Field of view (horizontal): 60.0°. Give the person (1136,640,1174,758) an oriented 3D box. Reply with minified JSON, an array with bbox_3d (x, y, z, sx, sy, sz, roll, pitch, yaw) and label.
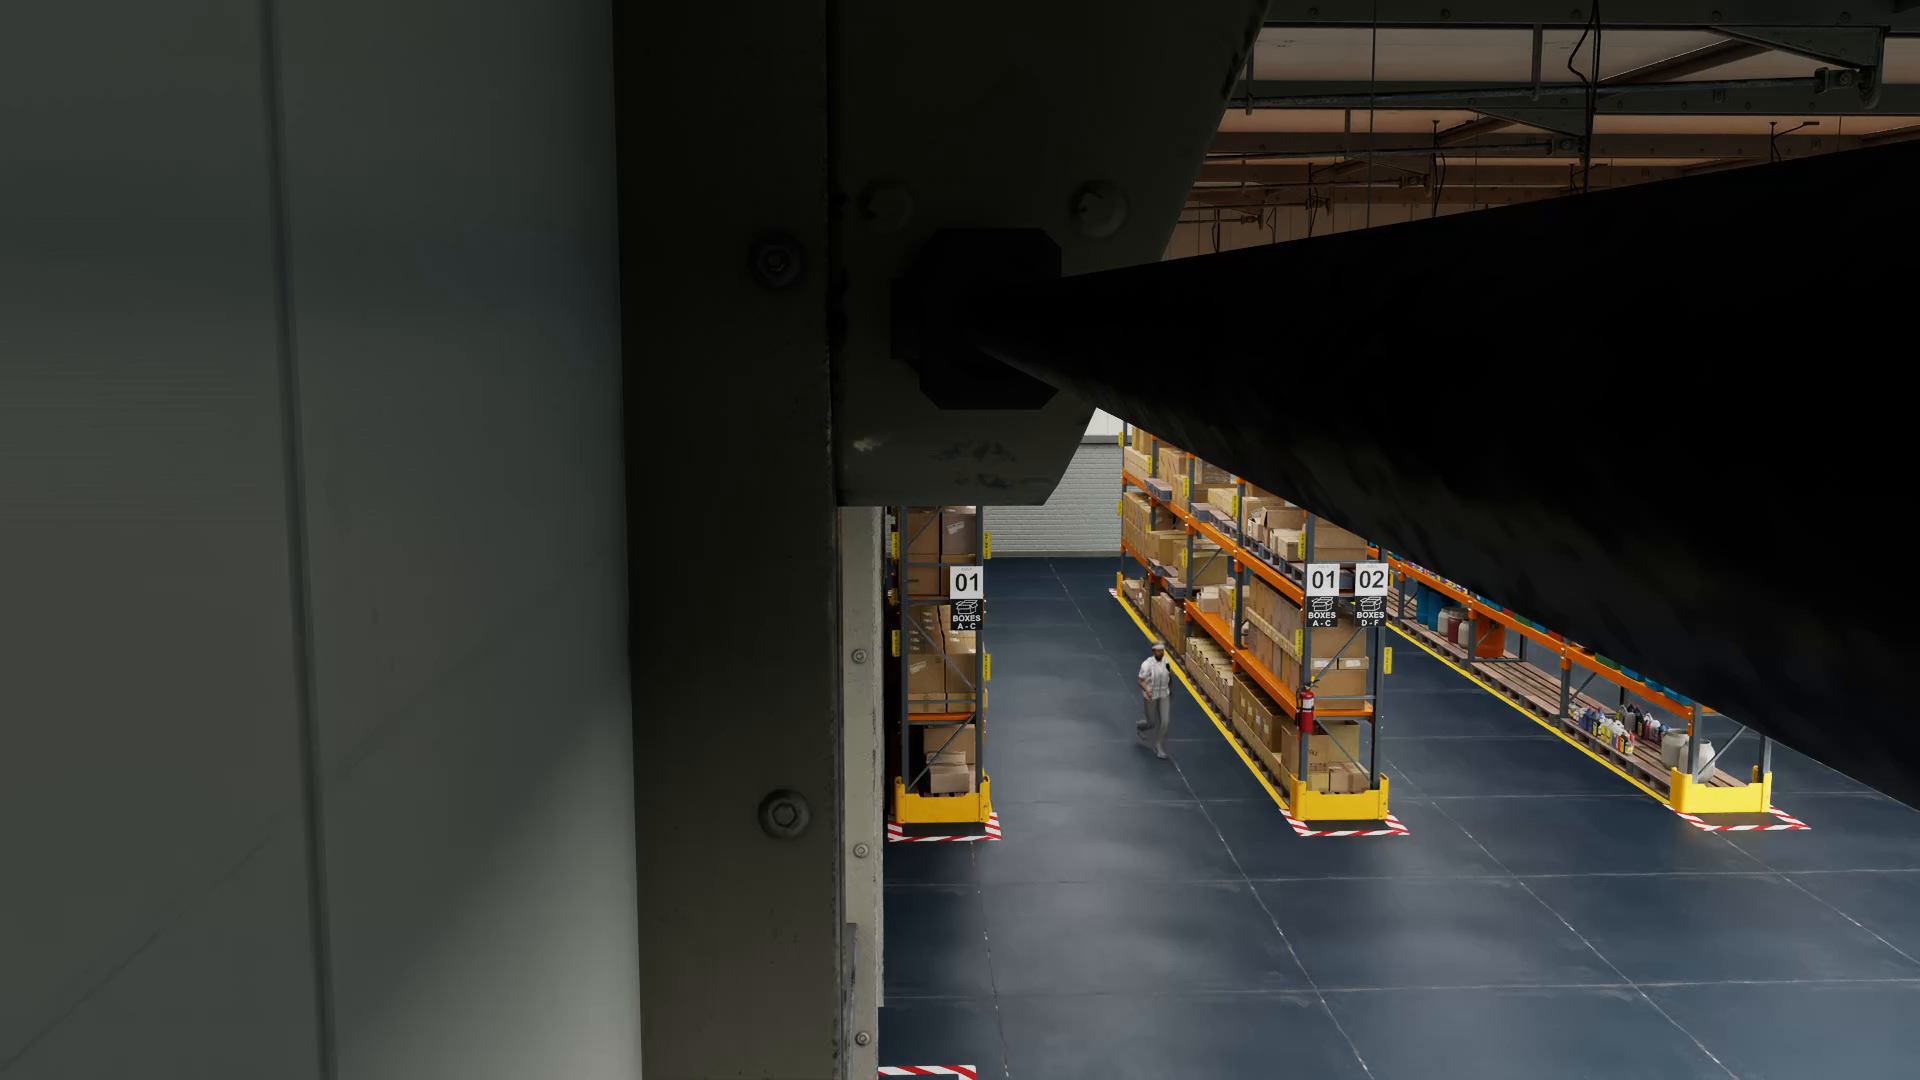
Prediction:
[{"bbox_3d":[2.770,2.209,23.648,0.565,1.669,0.761,-2,8,-17],"label":"person"}]
